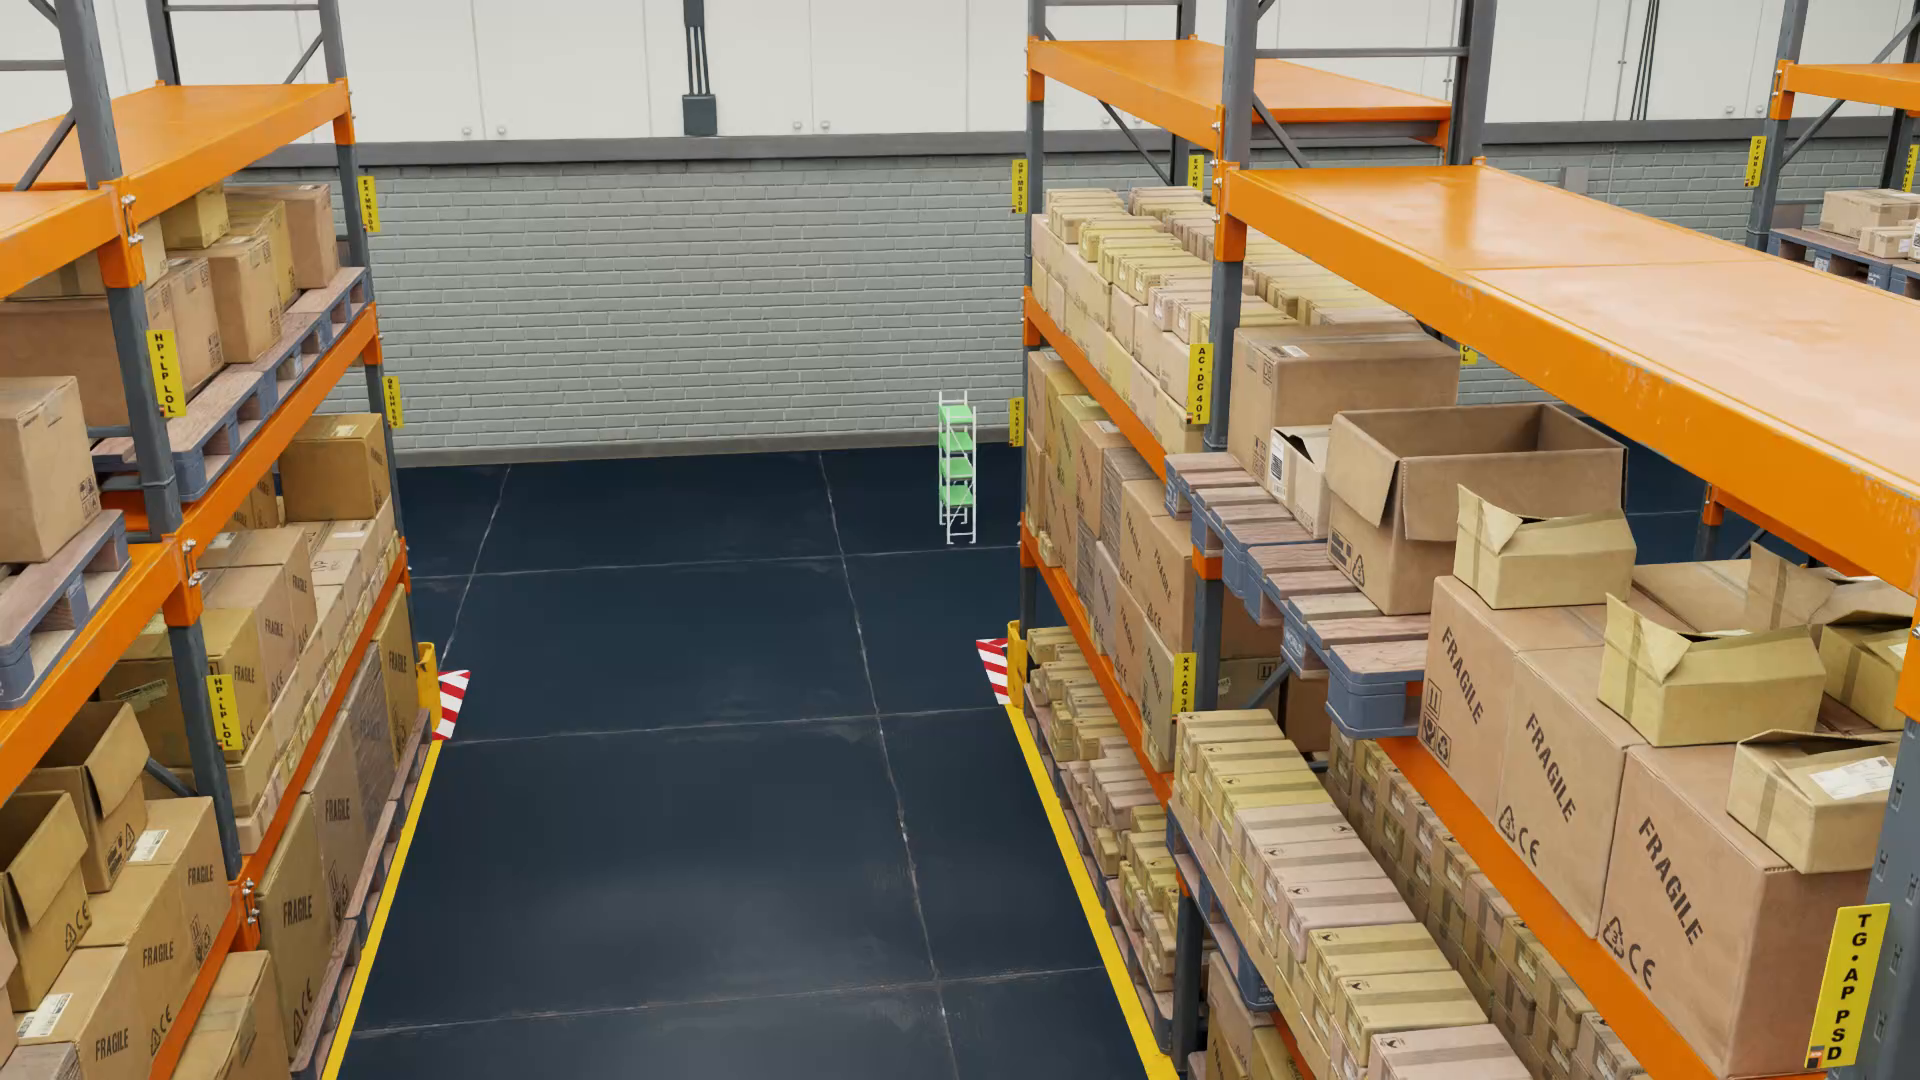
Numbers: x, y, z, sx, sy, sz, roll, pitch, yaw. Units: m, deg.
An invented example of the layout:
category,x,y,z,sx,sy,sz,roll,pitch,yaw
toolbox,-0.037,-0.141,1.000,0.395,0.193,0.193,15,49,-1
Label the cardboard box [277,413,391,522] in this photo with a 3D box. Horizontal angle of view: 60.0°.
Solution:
category,x,y,z,sx,sy,sz,roll,pitch,yaw
cardboard box,-3.686,-0.432,9.803,0.500,0.500,0.500,-3,21,-7

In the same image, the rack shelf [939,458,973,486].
category,x,y,z,sx,sy,sz,roll,pitch,yaw
rack shelf,-0.024,-0.560,14.182,0.258,0.148,0.480,-3,21,-8

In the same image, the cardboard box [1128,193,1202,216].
category,x,y,z,sx,sy,sz,roll,pitch,yaw
cardboard box,1.205,-1.949,9.789,0.380,0.149,0.250,-3,21,-7

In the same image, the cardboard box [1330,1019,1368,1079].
category,x,y,z,sx,sy,sz,roll,pitch,yaw
cardboard box,1.350,1.575,5.046,0.380,0.149,0.250,-2,21,-6

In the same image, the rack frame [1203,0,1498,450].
category,x,y,z,sx,sy,sz,roll,pitch,yaw
rack frame,1.483,-1.808,6.194,1.000,3.000,0.127,-3,21,-8

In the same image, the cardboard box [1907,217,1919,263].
category,x,y,z,sx,sy,sz,roll,pitch,yaw
cardboard box,5.956,-1.753,9.720,0.500,0.311,0.500,-3,21,-7

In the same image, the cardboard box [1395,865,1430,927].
category,x,y,z,sx,sy,sz,roll,pitch,yaw
cardboard box,1.844,1.314,6.169,0.380,0.149,0.250,-4,21,-11

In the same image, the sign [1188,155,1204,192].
category,x,y,z,sx,sy,sz,roll,pitch,yaw
sign,1.459,-2.223,10.329,0.100,0.325,0.005,-3,21,-8

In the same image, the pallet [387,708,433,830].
category,x,y,z,sx,sy,sz,roll,pitch,yaw
pallet,-3.824,1.412,10.133,1.003,0.211,1.213,-3,21,-8

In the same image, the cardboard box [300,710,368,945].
category,x,y,z,sx,sy,sz,roll,pitch,yaw
cardboard box,-3.585,1.472,8.423,0.875,0.875,0.875,-3,21,-8

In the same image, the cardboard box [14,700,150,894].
category,x,y,z,sx,sy,sz,roll,pitch,yaw
cardboard box,-3.339,0.922,5.884,0.797,0.503,0.637,-3,21,-9

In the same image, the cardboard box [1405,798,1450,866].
category,x,y,z,sx,sy,sz,roll,pitch,yaw
cardboard box,1.847,1.048,6.033,0.380,0.149,0.250,-3,21,-8

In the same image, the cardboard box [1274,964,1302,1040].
category,x,y,z,sx,sy,sz,roll,pitch,yaw
cardboard box,1.278,1.535,5.578,0.380,0.149,0.250,-3,21,-9

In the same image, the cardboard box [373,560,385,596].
category,x,y,z,sx,sy,sz,roll,pitch,yaw
cardboard box,-3.565,0.235,9.660,0.380,0.149,0.250,-3,21,-8

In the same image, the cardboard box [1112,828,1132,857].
category,x,y,z,sx,sy,sz,roll,pitch,yaw
cardboard box,1.020,1.545,8.841,0.380,0.149,0.250,-2,21,-6

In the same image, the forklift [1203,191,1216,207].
category,x,y,z,sx,sy,sz,roll,pitch,yaw
forklift,2.664,-1.380,13.721,3.031,2.935,1.130,-1,20,-2

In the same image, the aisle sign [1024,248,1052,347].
category,x,y,z,sx,sy,sz,roll,pitch,yaw
aisle sign,0.599,-1.610,10.524,0.394,0.787,0.004,-3,21,-8

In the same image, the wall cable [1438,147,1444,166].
category,x,y,z,sx,sy,sz,roll,pitch,yaw
wall cable,4.954,-3.109,16.755,0.585,1.953,0.123,-3,21,-8

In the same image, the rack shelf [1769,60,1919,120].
category,x,y,z,sx,sy,sz,roll,pitch,yaw
rack shelf,6.079,-2.260,9.006,1.077,0.370,4.000,-3,21,-8

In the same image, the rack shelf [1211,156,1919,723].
category,x,y,z,sx,sy,sz,roll,pitch,yaw
rack shelf,1.771,-0.591,4.536,1.077,0.370,4.000,-3,21,-8

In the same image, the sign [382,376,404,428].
category,x,y,z,sx,sy,sz,roll,pitch,yaw
sign,-3.477,-0.843,10.192,0.100,0.325,0.005,-3,21,-8

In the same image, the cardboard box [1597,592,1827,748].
category,x,y,z,sx,sy,sz,roll,pitch,yaw
cardboard box,1.655,0.273,3.673,0.396,0.266,0.258,-3,21,-8

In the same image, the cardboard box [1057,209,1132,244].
category,x,y,z,sx,sy,sz,roll,pitch,yaw
cardboard box,0.748,-1.743,9.240,0.380,0.149,0.250,-3,21,-7

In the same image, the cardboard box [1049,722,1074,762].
category,x,y,z,sx,sy,sz,roll,pitch,yaw
cardboard box,0.755,1.220,10.136,0.380,0.149,0.250,-3,21,-7

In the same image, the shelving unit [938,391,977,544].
category,x,y,z,sx,sy,sz,roll,pitch,yaw
shelving unit,-0.024,-0.619,14.160,0.258,1.200,0.503,-3,21,-8

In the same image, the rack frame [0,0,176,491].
category,x,y,z,sx,sy,sz,roll,pitch,yaw
rack frame,-3.440,-1.592,5.618,1.000,3.000,0.127,-3,21,-8

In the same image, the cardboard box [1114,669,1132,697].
category,x,y,z,sx,sy,sz,roll,pitch,yaw
cardboard box,1.004,0.671,8.491,0.380,0.149,0.250,-4,21,-10

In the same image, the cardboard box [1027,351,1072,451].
category,x,y,z,sx,sy,sz,roll,pitch,yaw
cardboard box,0.708,-0.868,10.256,0.500,0.500,0.500,-3,21,-8

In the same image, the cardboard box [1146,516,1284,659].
category,x,y,z,sx,sy,sz,roll,pitch,yaw
cardboard box,1.148,0.199,7.399,0.500,0.500,0.500,-4,21,-10

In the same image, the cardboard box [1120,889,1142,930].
category,x,y,z,sx,sy,sz,roll,pitch,yaw
cardboard box,1.033,1.841,8.475,0.380,0.149,0.250,-4,21,-10

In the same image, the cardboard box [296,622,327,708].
category,x,y,z,sx,sy,sz,roll,pitch,yaw
cardboard box,-3.395,0.621,8.054,0.500,0.250,0.500,-2,21,-6

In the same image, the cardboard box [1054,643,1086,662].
category,x,y,z,sx,sy,sz,roll,pitch,yaw
cardboard box,0.805,0.766,10.502,0.380,0.149,0.250,-3,21,-7

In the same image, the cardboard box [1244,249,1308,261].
category,x,y,z,sx,sy,sz,roll,pitch,yaw
cardboard box,1.539,-1.324,8.116,0.380,0.149,0.250,-2,21,-5

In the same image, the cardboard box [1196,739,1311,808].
category,x,y,z,sx,sy,sz,roll,pitch,yaw
cardboard box,1.131,0.901,6.426,0.380,0.149,0.250,-2,21,-6

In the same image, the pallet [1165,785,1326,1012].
category,x,y,z,sx,sy,sz,roll,pitch,yaw
pallet,1.449,1.365,6.550,1.003,0.211,1.213,-3,21,-8

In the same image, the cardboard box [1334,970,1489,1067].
category,x,y,z,sx,sy,sz,roll,pitch,yaw
cardboard box,1.351,1.436,4.994,0.380,0.149,0.250,-2,21,-5

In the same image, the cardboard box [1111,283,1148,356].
category,x,y,z,sx,sy,sz,roll,pitch,yaw
cardboard box,1.022,-1.074,8.018,0.500,0.250,0.500,-2,21,-6

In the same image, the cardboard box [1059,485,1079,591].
category,x,y,z,sx,sy,sz,roll,pitch,yaw
cardboard box,0.858,-0.045,9.481,0.500,0.500,0.500,-3,21,-7

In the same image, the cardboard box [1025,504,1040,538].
category,x,y,z,sx,sy,sz,roll,pitch,yaw
cardboard box,0.629,-0.136,10.652,0.380,0.149,0.250,-3,21,-8

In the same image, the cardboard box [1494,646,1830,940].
category,x,y,z,sx,sy,sz,roll,pitch,yaw
cardboard box,1.641,0.578,3.951,0.500,0.500,0.500,-3,21,-8

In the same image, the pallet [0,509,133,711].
category,x,y,z,sx,sy,sz,roll,pitch,yaw
pallet,-3.259,0.217,5.333,0.805,0.209,1.217,-4,21,-10

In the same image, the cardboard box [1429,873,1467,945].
category,x,y,z,sx,sy,sz,roll,pitch,yaw
cardboard box,1.888,1.274,5.852,0.380,0.149,0.250,-4,21,-11

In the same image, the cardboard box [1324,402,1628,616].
category,x,y,z,sx,sy,sz,roll,pitch,yaw
cardboard box,1.576,-0.106,5.178,0.797,0.503,0.637,-3,21,-8

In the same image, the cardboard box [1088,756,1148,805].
category,x,y,z,sx,sy,sz,roll,pitch,yaw
cardboard box,0.913,1.305,9.059,0.380,0.149,0.250,-4,21,-10

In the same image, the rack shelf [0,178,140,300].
category,x,y,z,sx,sy,sz,roll,pitch,yaw
rack shelf,-3.151,-0.376,3.960,1.077,0.370,4.000,-3,21,-8

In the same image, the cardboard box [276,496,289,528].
category,x,y,z,sx,sy,sz,roll,pitch,yaw
cardboard box,-4.214,-0.056,9.869,0.500,0.250,0.500,-3,21,-9

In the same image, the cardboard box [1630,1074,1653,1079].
category,x,y,z,sx,sy,sz,roll,pitch,yaw
cardboard box,2.075,1.590,4.579,0.380,0.149,0.250,-4,21,-10

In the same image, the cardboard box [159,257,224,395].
category,x,y,z,sx,sy,sz,roll,pitch,yaw
cardboard box,-3.685,-0.932,7.251,0.700,0.500,0.500,-2,21,-5

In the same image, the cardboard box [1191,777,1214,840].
category,x,y,z,sx,sy,sz,roll,pitch,yaw
cardboard box,1.124,1.034,6.495,0.380,0.149,0.250,-3,21,-9

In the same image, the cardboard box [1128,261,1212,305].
category,x,y,z,sx,sy,sz,roll,pitch,yaw
cardboard box,1.009,-1.208,7.807,0.380,0.149,0.250,-4,21,-10

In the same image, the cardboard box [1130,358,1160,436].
category,x,y,z,sx,sy,sz,roll,pitch,yaw
cardboard box,1.085,-0.662,7.628,0.500,0.250,0.500,-3,21,-8

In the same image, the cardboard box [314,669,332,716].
category,x,y,z,sx,sy,sz,roll,pitch,yaw
cardboard box,-3.341,0.768,8.233,0.380,0.149,0.250,-3,21,-7
